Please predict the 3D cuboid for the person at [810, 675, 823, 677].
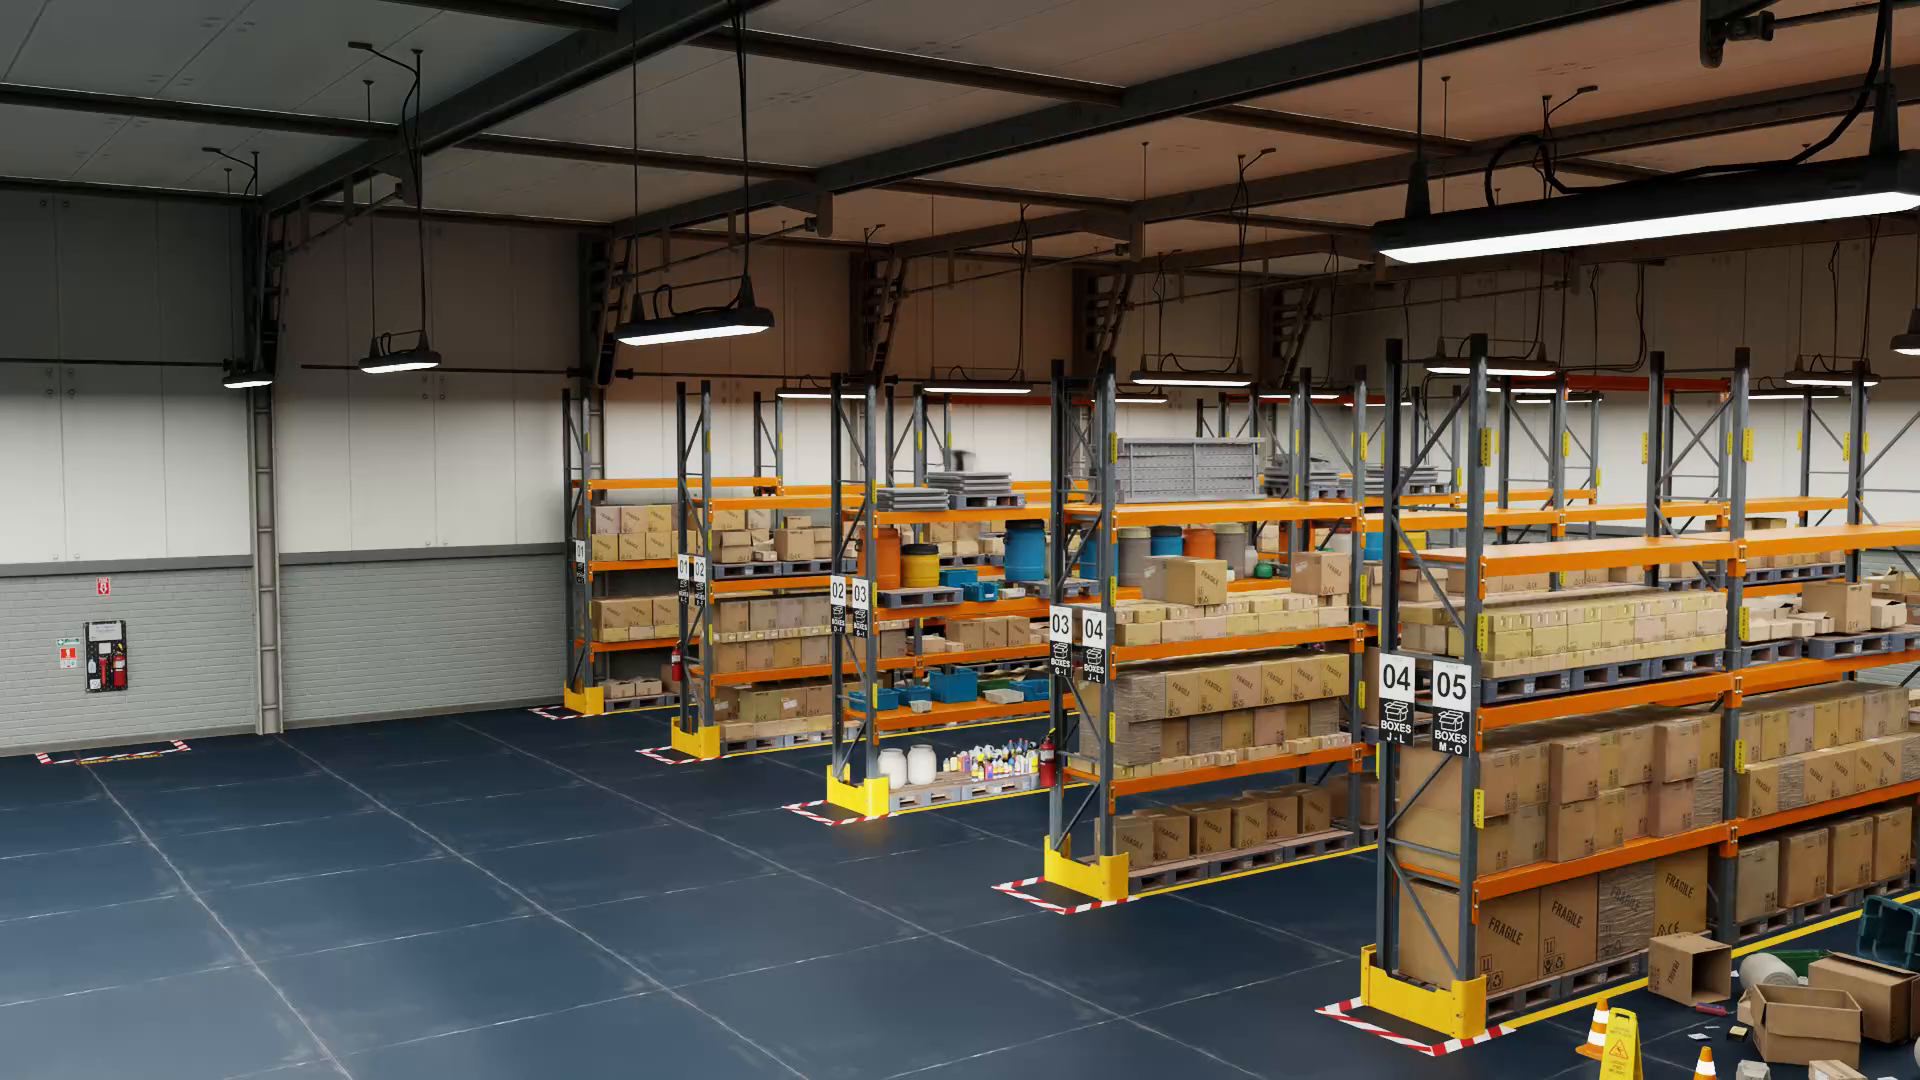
[{"bbox_3d":[-2.594,2.375,30.025,1.011,1.730,0.629,-3,5,-41],"label":"person"}]
